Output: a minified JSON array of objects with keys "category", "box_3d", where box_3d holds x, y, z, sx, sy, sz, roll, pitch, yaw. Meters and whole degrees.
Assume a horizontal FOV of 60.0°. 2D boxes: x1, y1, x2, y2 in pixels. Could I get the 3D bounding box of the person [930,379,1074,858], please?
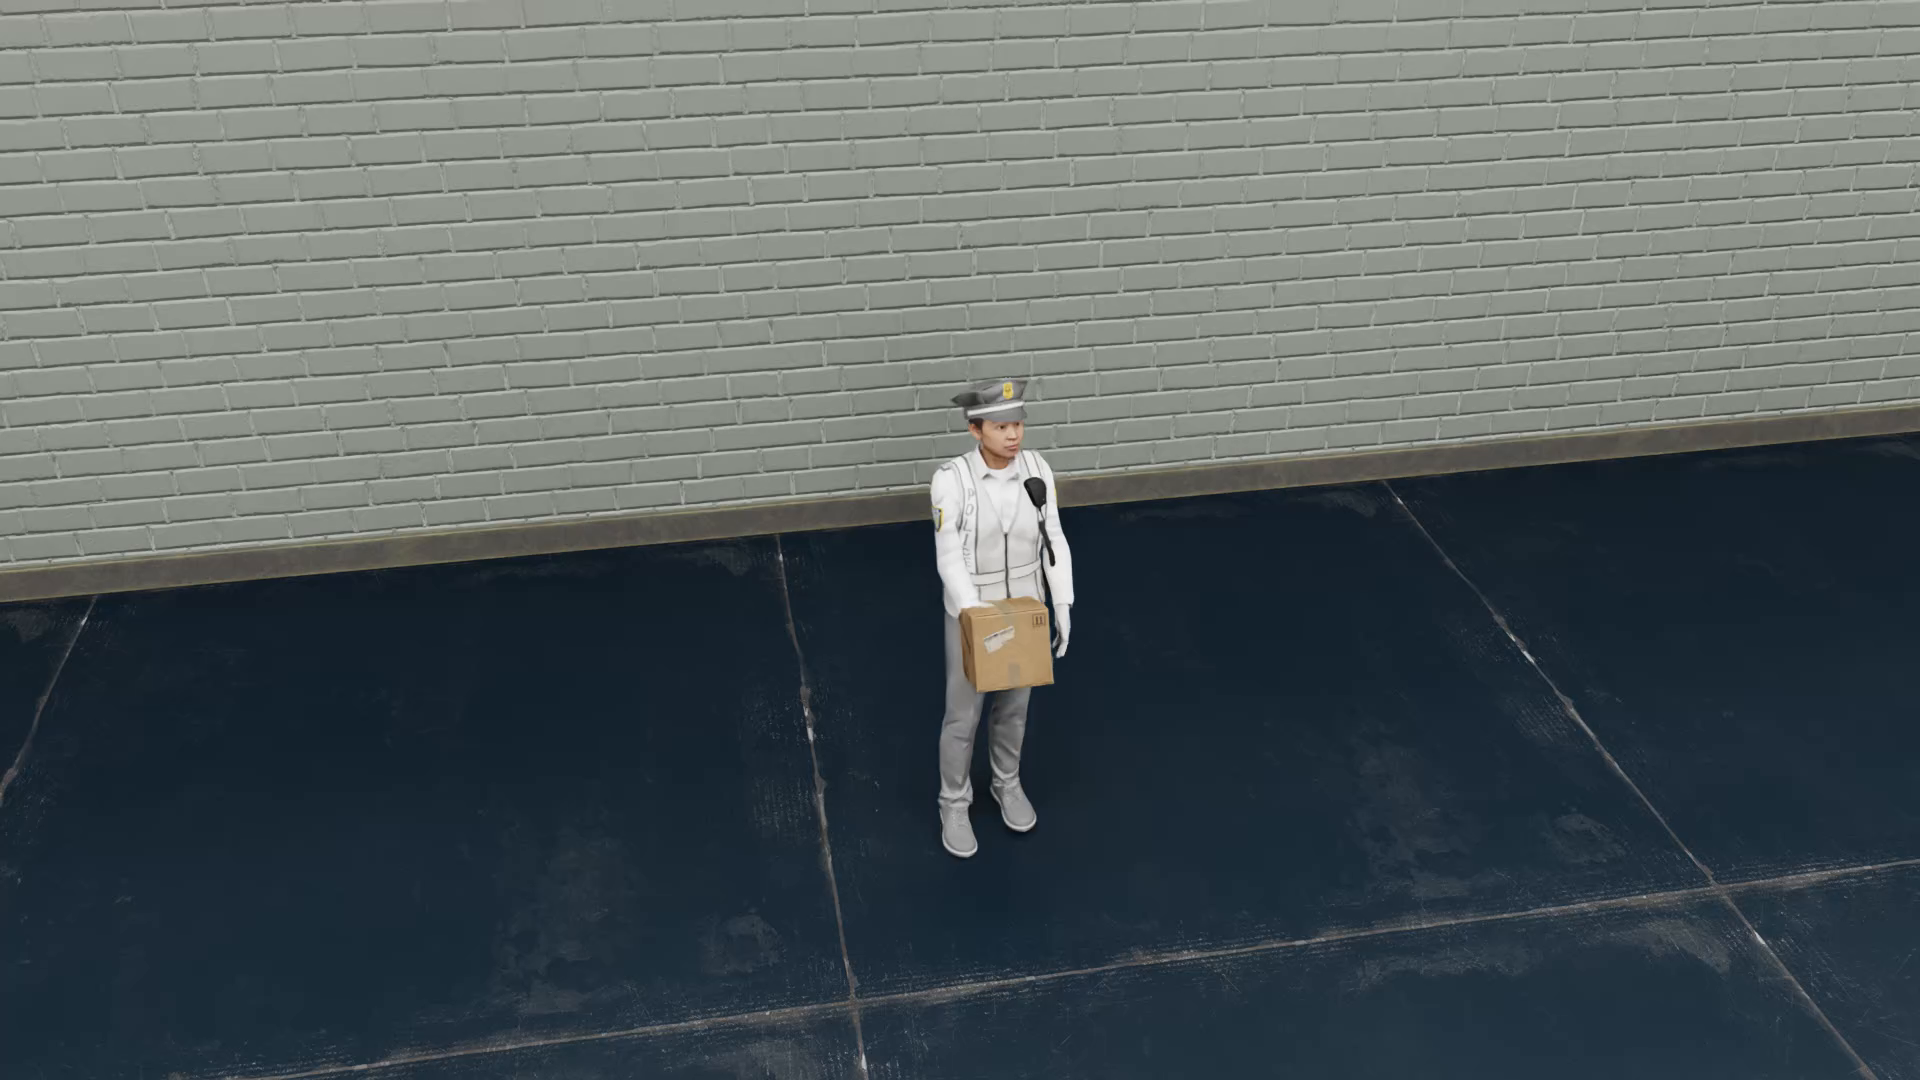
[{"category":"person","box_3d":[0.132,0.260,5.660,0.513,1.701,0.535,-12,33,-20]}]
